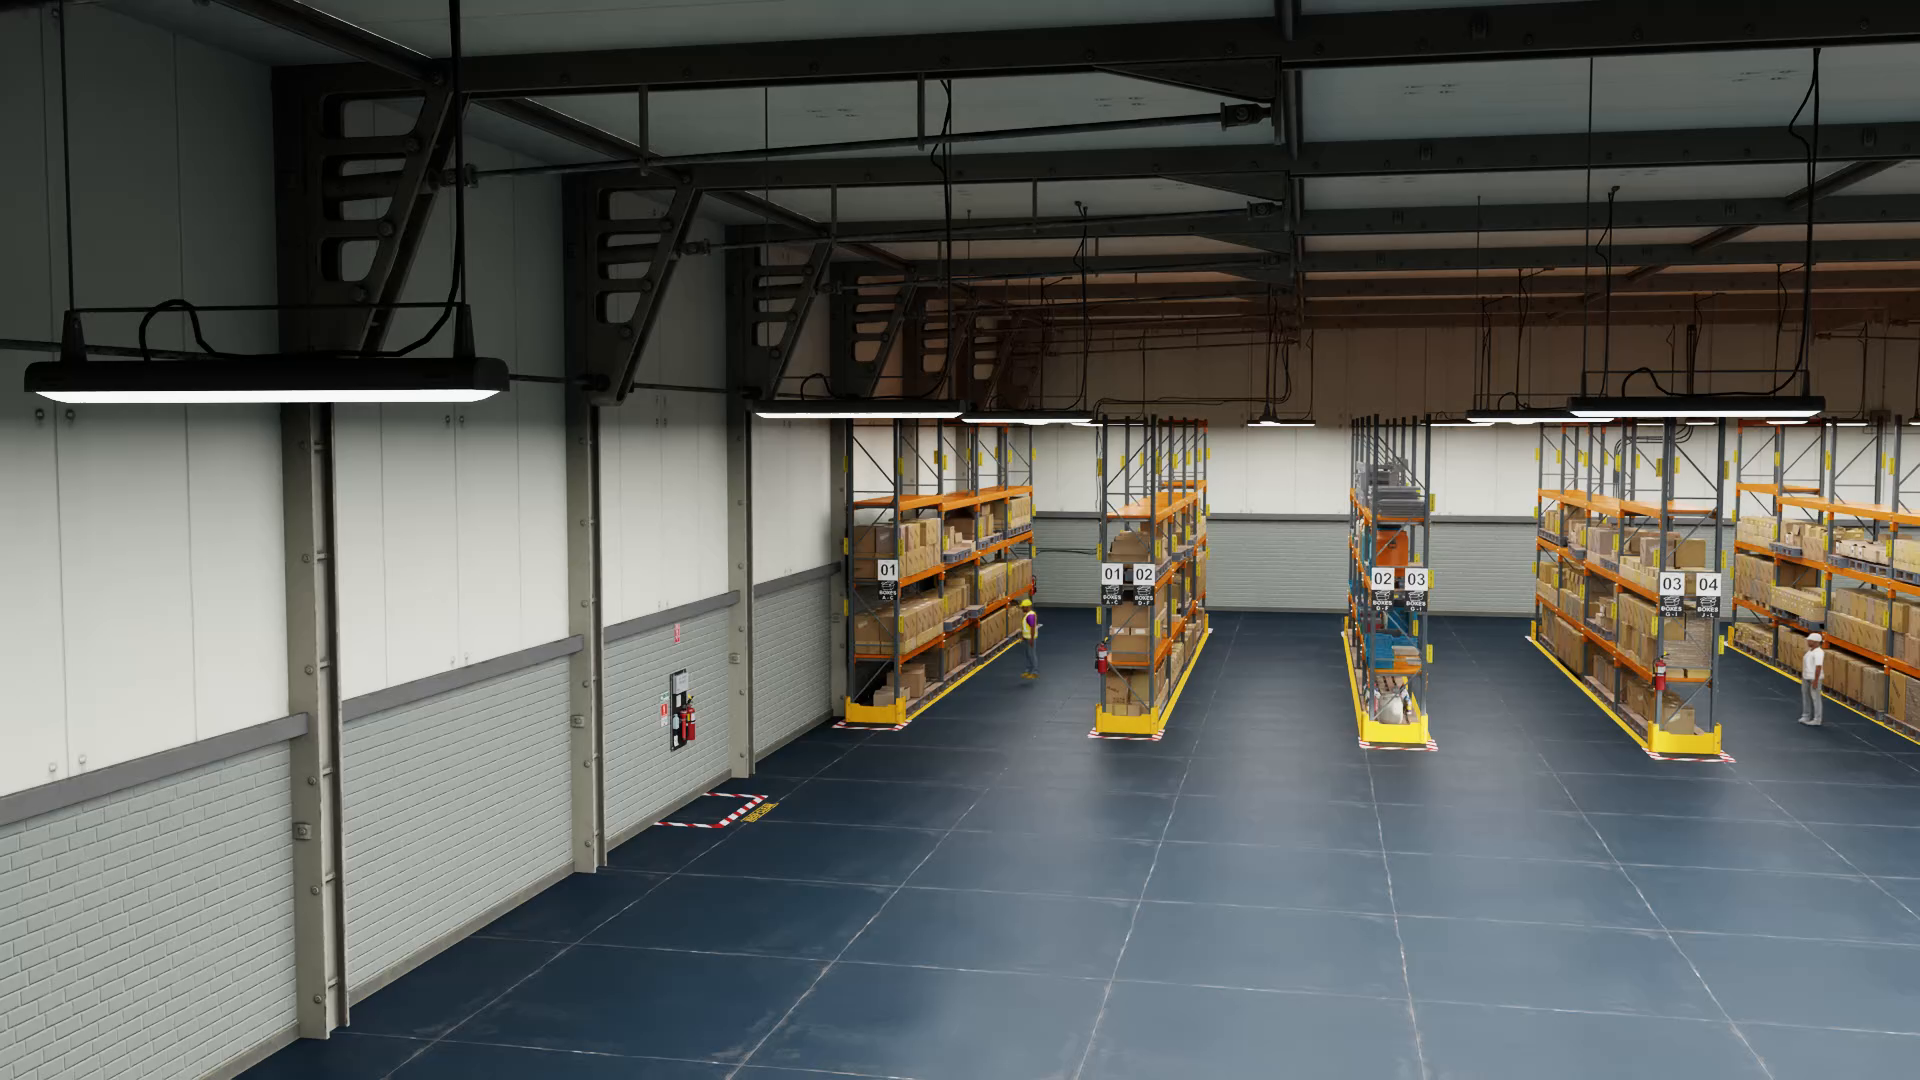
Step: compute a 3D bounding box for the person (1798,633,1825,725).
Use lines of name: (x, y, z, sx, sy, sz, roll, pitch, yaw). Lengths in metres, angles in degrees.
person: (16.538, 2.684, 32.241, 0.407, 1.770, 0.601, -1, 4, -9)

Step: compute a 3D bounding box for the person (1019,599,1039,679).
person: (1.546, 2.234, 37.692, 0.410, 1.785, 0.616, -1, 4, -15)
